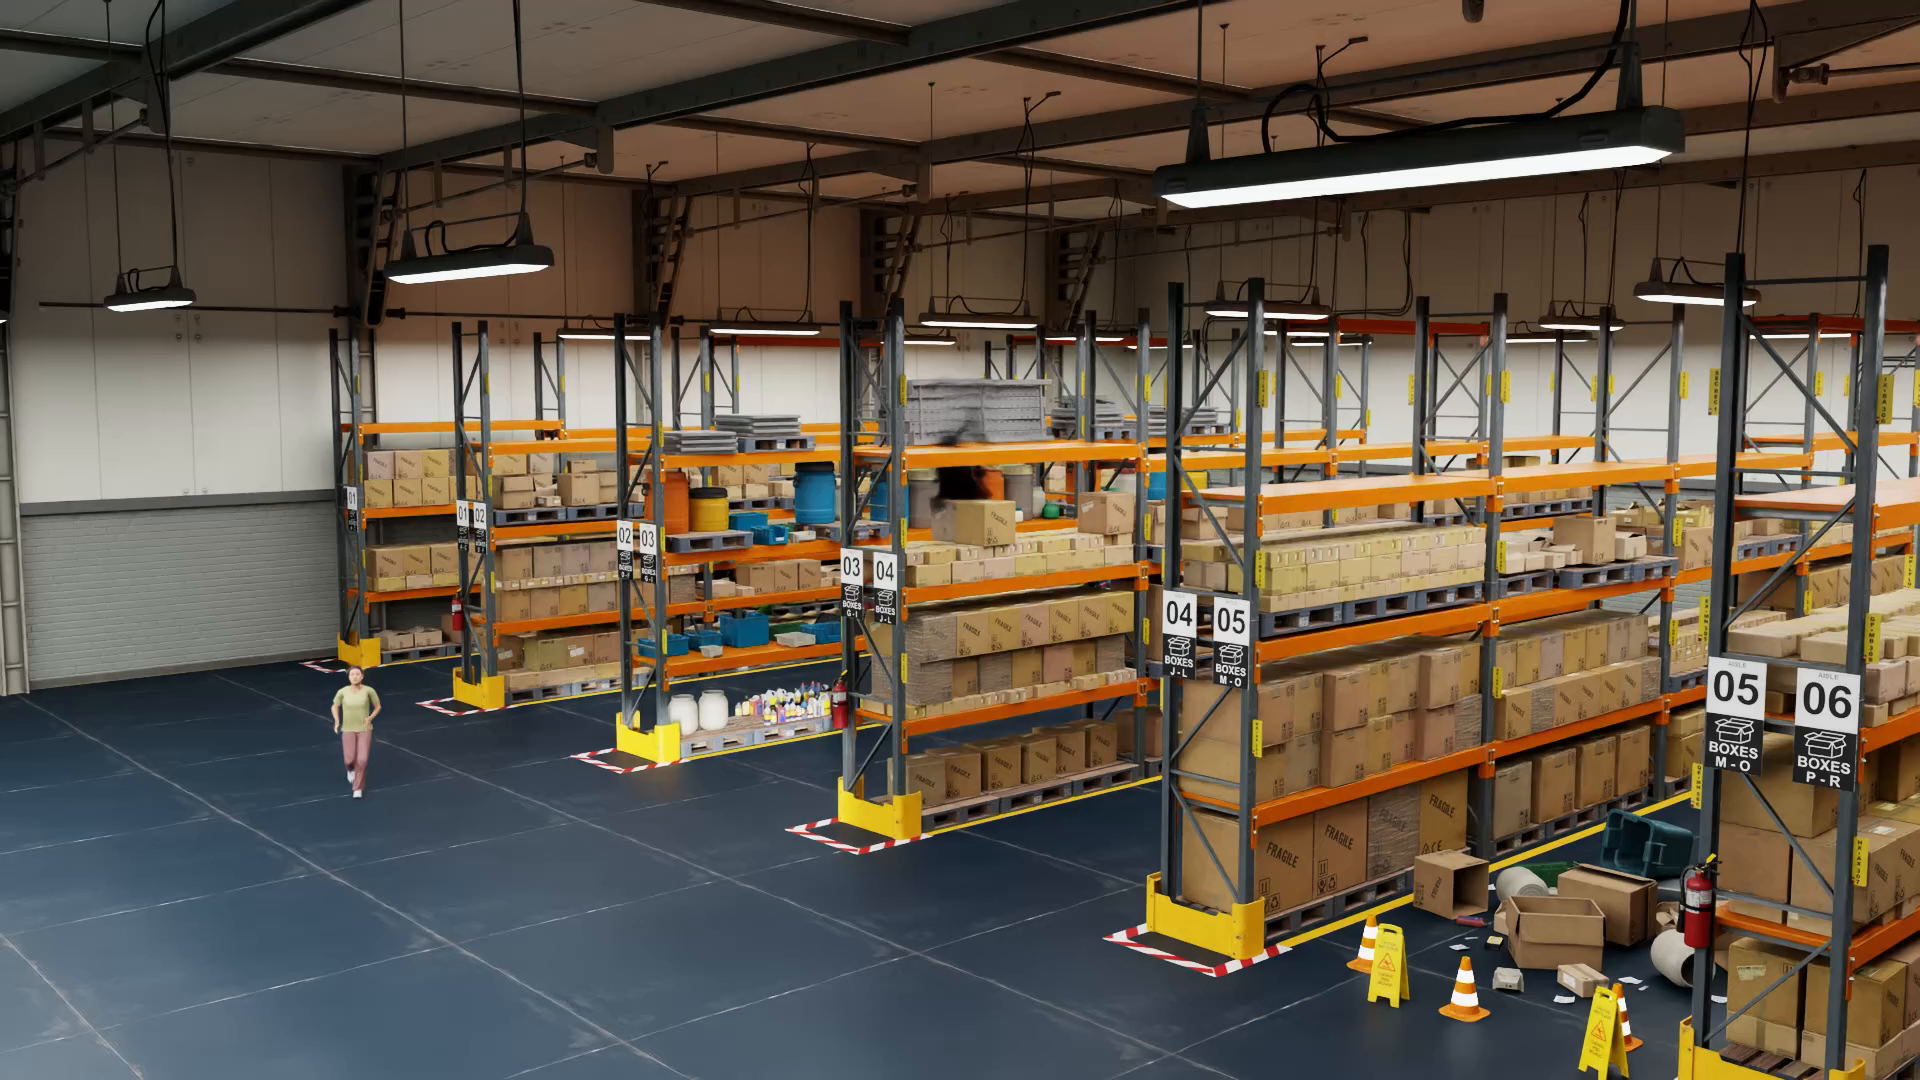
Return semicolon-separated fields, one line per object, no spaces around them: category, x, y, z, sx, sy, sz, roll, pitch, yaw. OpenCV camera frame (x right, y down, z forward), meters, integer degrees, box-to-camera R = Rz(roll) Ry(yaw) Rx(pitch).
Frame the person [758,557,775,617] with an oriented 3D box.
person;-3.680;1.123;31.837;0.799;1.845;0.648;-5;7;-40

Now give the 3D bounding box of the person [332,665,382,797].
person;-7.414;2.341;20.452;0.580;1.620;0.558;-2;6;-18
